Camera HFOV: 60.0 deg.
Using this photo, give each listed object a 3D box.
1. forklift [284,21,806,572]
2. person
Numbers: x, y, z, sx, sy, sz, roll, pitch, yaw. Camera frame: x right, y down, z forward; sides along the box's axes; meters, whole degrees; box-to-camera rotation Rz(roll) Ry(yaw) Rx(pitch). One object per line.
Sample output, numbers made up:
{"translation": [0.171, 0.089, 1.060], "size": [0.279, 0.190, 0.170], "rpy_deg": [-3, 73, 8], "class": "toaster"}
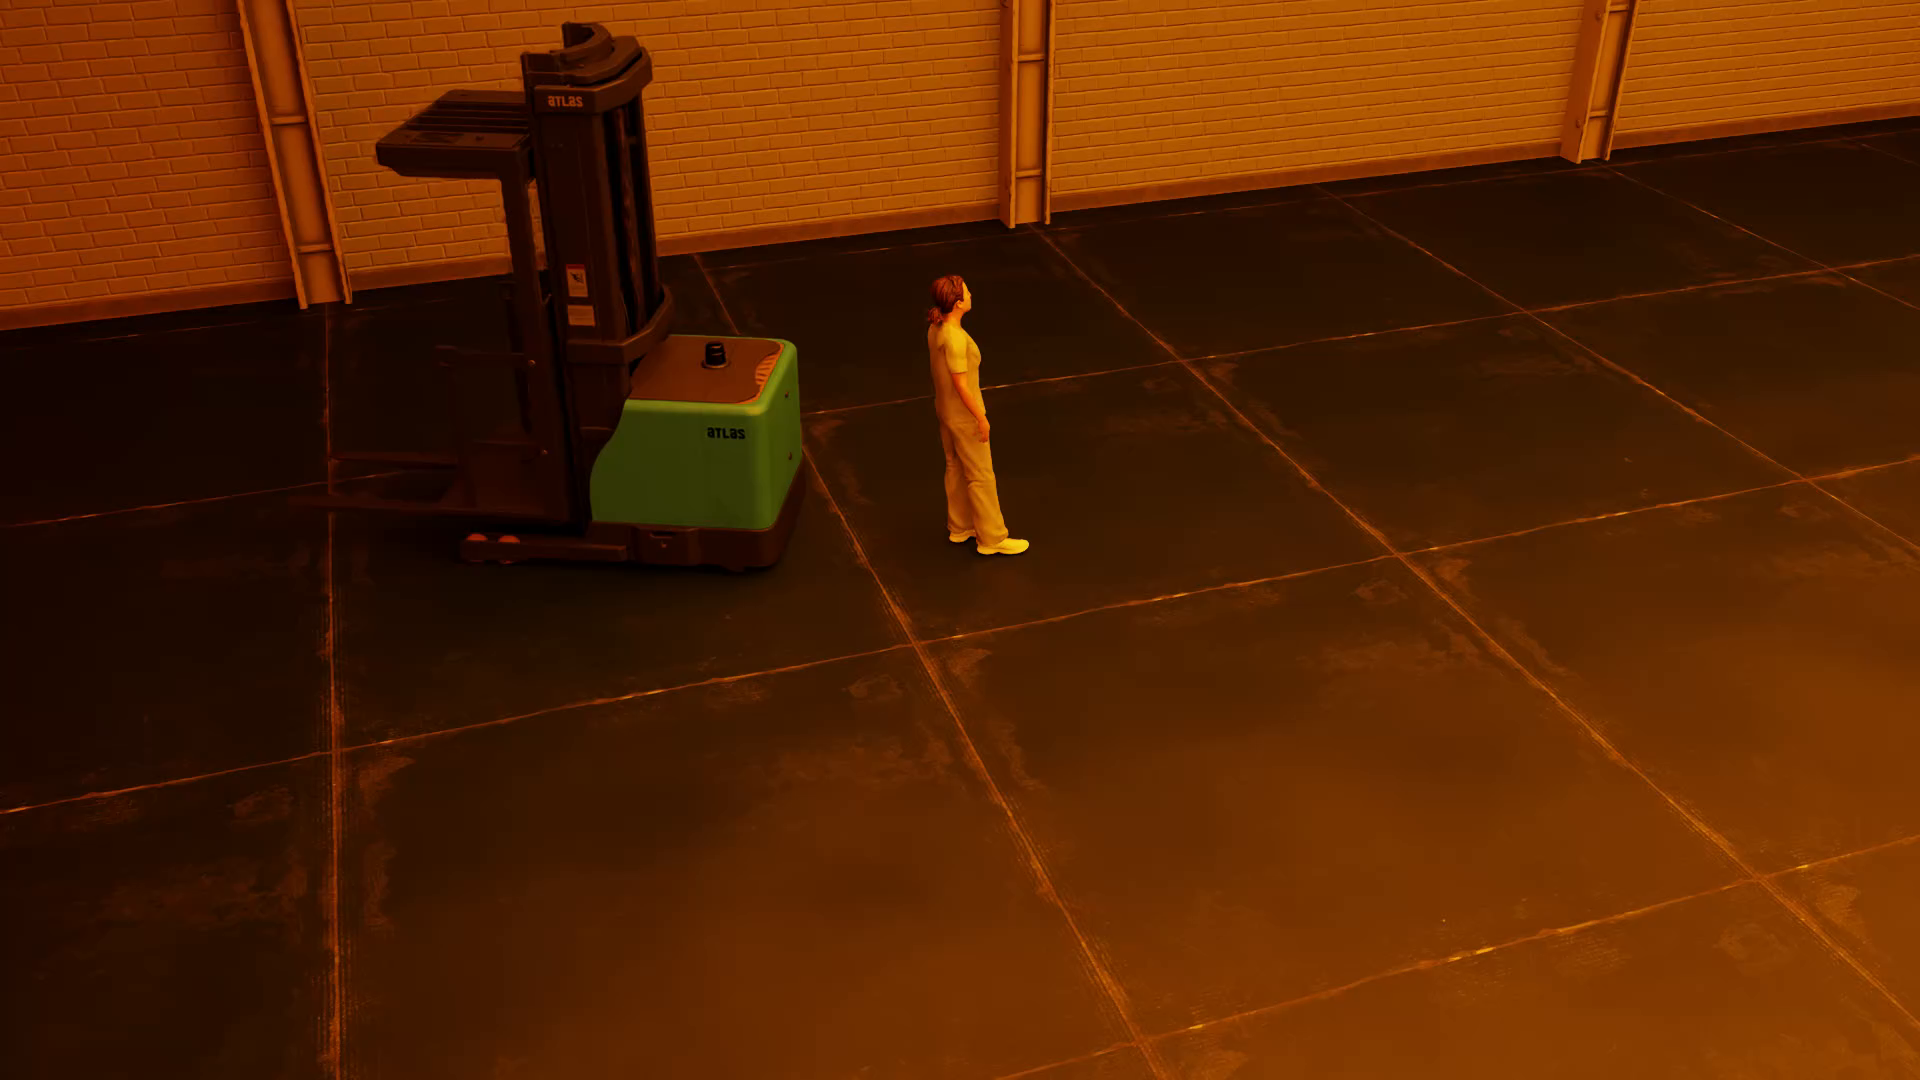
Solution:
{"translation": [-2.514, -1.387, 9.497], "size": [3.031, 2.935, 1.130], "rpy_deg": [3, 30, 5], "class": "forklift"}
{"translation": [0.075, -0.738, 9.614], "size": [0.548, 1.673, 0.549], "rpy_deg": [-10, 31, -16], "class": "person"}
